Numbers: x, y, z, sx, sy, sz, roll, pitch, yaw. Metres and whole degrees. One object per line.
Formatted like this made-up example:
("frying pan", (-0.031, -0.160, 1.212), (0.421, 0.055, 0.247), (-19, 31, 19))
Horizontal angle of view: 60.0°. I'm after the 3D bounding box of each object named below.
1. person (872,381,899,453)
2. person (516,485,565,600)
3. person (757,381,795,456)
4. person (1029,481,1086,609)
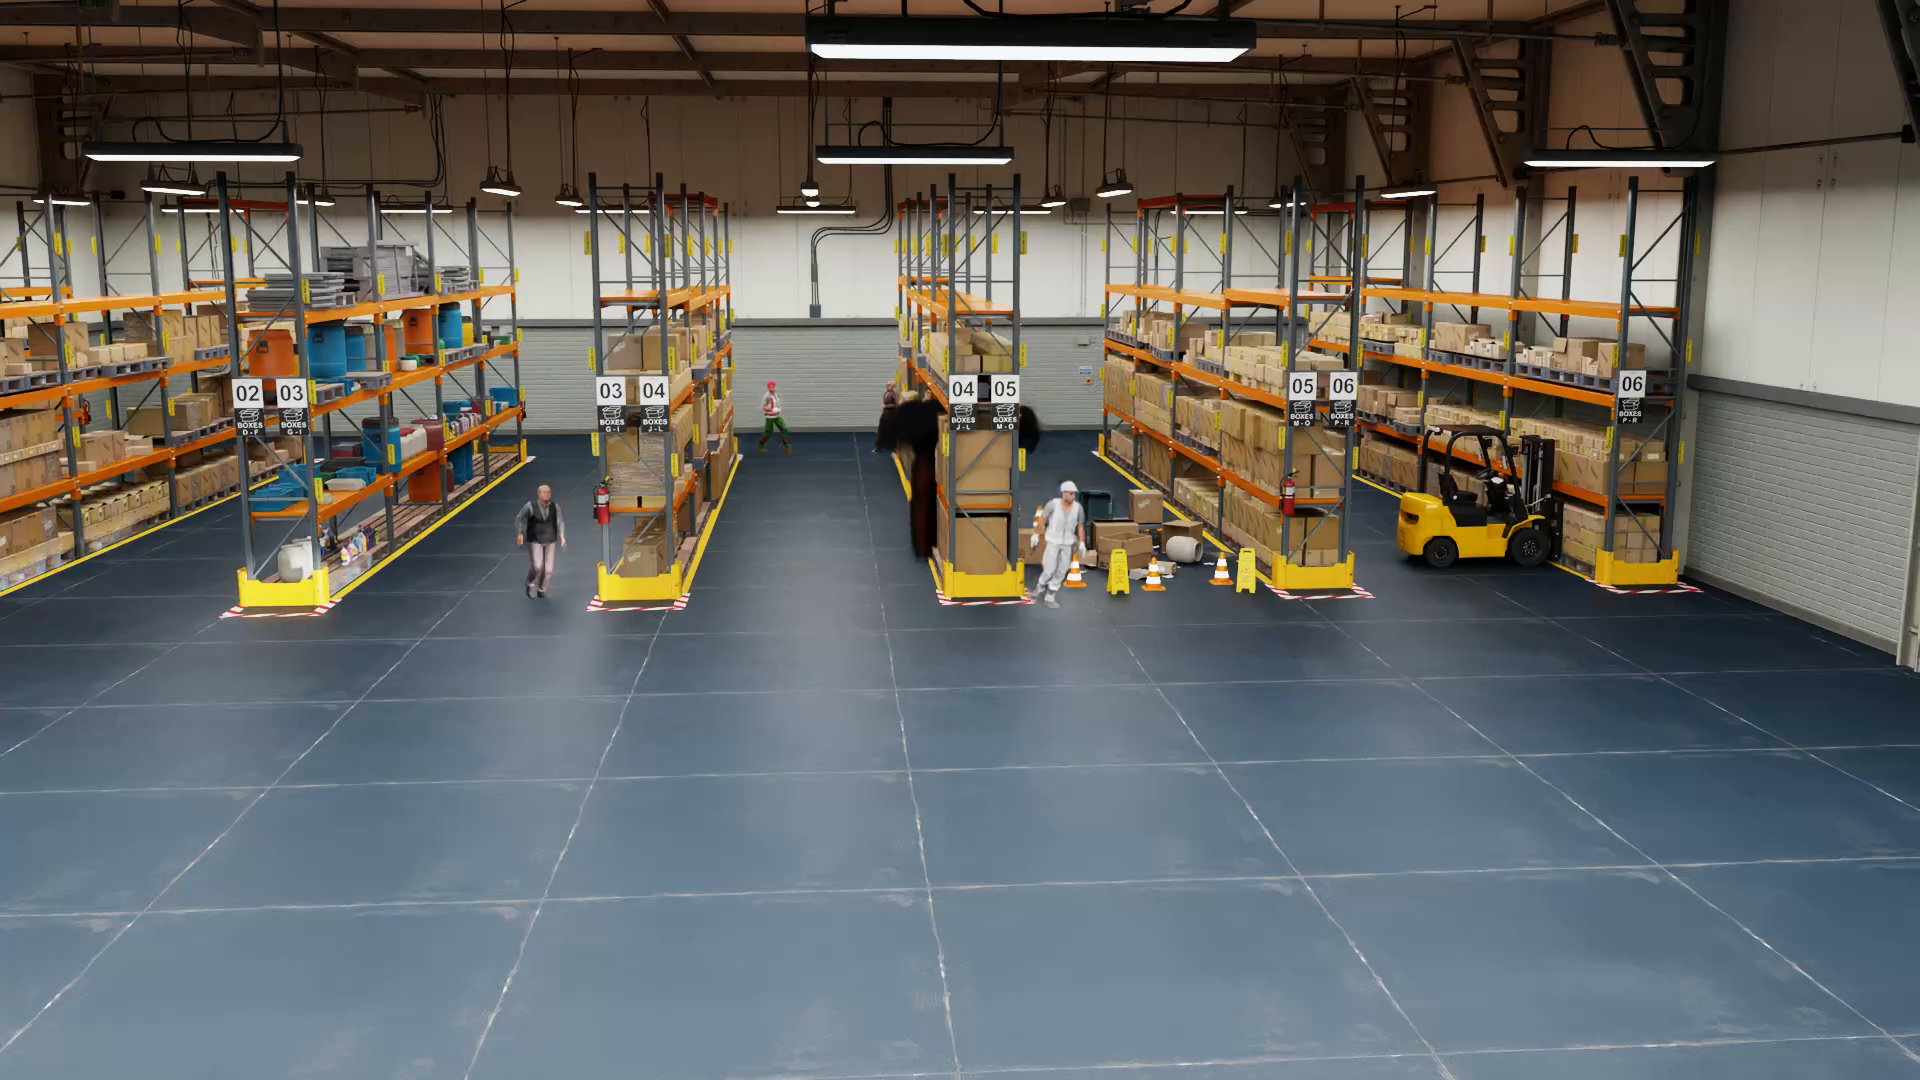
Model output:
("person", (-1.660, -2.993, 40.678), (0.928, 1.815, 0.718), (-6, 12, -31))
("person", (-5.946, 0.036, 23.717), (0.650, 1.655, 0.656), (-6, 12, -30))
("person", (-4.519, -2.937, 40.181), (0.922, 1.807, 0.667), (6, 12, 31))
("person", (1.314, 0.061, 22.330), (0.692, 1.750, 0.621), (-4, 11, -19))
